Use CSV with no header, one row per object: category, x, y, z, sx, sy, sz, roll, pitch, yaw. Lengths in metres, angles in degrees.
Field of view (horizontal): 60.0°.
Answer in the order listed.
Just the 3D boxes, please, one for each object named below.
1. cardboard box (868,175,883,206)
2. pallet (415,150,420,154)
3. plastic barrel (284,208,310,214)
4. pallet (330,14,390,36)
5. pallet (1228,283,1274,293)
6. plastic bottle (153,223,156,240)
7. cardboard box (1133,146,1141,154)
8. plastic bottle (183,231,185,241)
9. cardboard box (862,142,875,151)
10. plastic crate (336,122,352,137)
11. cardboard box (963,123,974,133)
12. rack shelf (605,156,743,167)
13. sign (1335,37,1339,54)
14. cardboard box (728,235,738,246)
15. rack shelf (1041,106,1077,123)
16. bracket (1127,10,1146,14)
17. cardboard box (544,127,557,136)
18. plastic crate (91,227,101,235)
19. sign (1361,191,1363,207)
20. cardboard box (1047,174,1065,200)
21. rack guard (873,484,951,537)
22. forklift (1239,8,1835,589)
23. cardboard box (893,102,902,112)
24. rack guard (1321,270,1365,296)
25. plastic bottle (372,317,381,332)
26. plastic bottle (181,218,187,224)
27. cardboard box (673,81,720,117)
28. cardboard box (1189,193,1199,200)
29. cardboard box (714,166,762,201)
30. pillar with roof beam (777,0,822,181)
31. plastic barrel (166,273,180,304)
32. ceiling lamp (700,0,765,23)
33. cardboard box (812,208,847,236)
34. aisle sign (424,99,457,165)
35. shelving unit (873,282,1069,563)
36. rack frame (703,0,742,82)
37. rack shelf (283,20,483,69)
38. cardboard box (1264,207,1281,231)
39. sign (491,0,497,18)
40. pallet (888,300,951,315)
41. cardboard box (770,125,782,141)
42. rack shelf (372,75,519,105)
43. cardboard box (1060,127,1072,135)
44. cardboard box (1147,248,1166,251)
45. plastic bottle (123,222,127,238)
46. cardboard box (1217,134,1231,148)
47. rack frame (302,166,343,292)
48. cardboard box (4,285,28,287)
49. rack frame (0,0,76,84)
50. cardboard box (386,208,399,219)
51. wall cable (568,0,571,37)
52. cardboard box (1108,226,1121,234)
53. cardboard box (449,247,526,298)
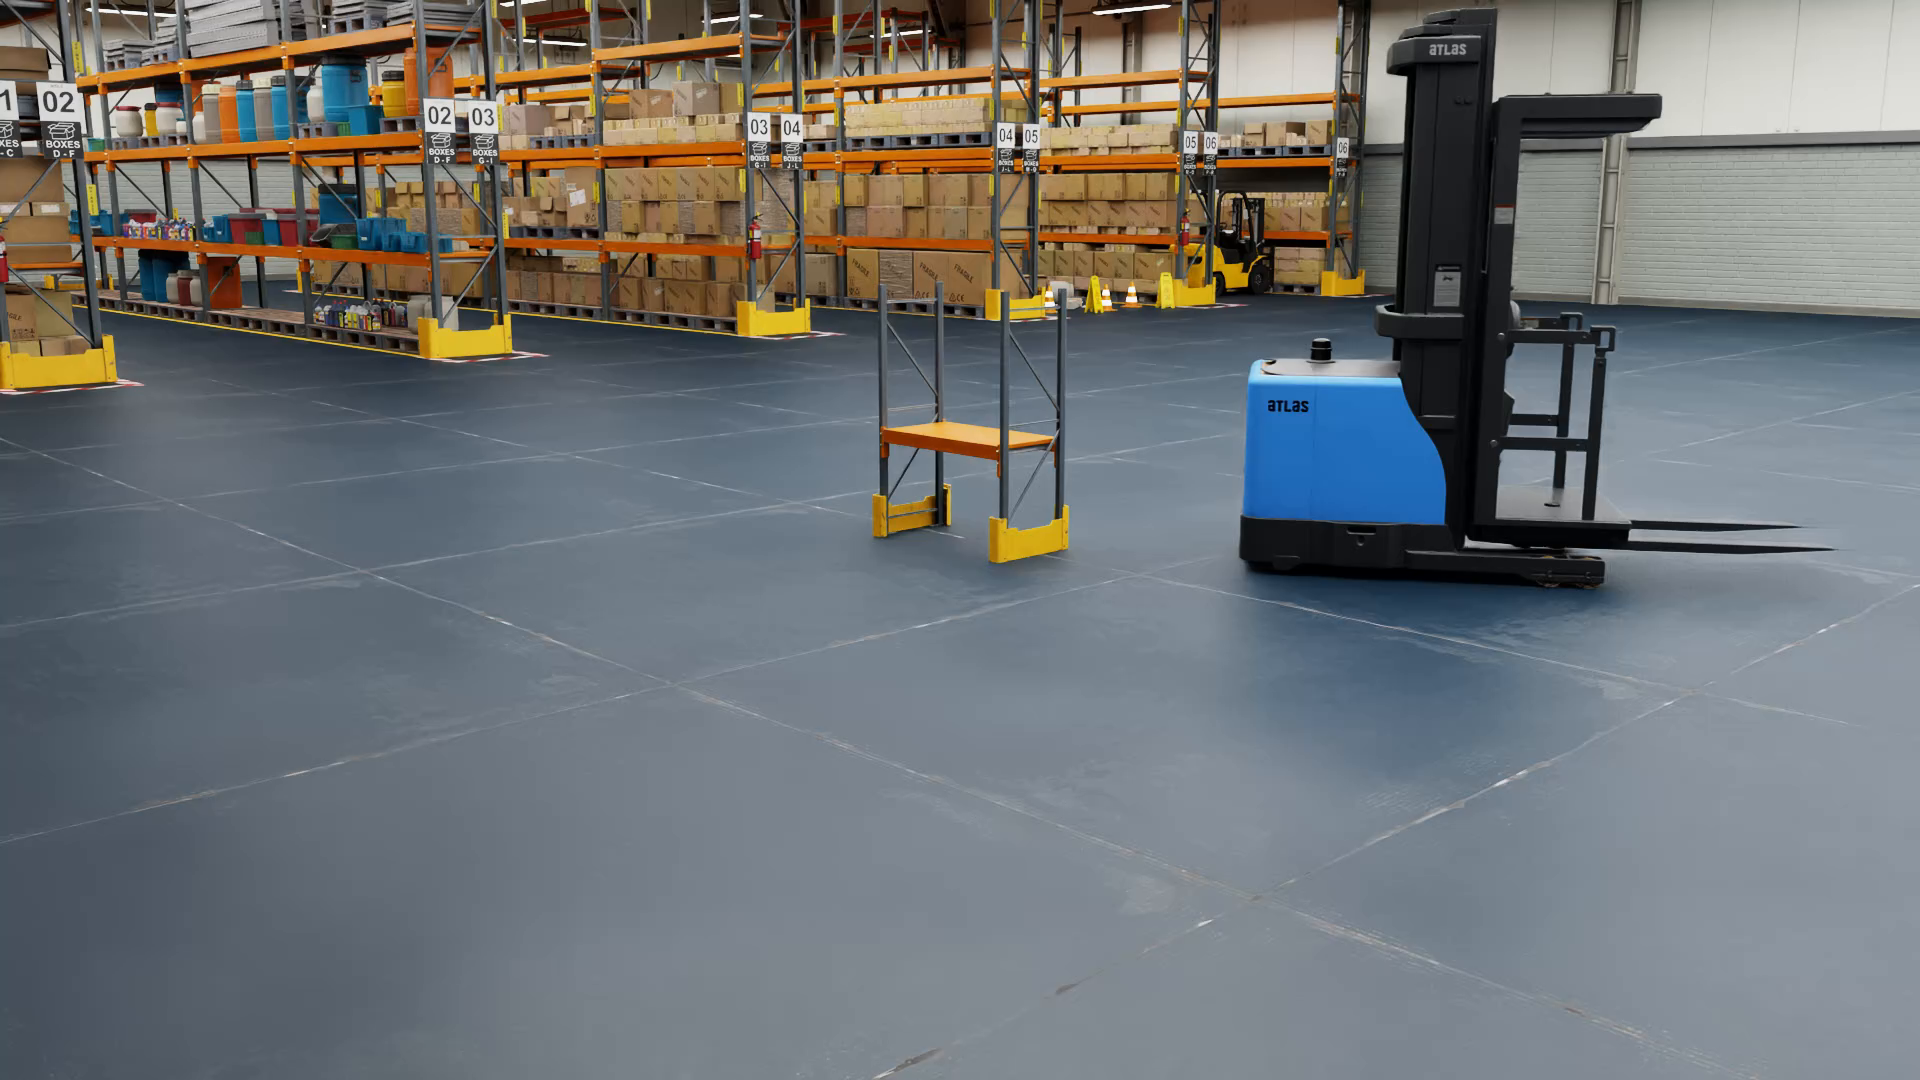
cardboard box,-1.143,-6.299,30.004,0.875,0.550,0.550,-11,16,-43
pallet,-9.514,-7.353,31.201,1.003,0.211,1.213,-10,15,-40
plastic barrel,-10.085,-4.797,25.423,0.433,0.535,0.433,0,12,0
pallet,-7.640,-6.808,22.115,1.003,0.211,1.213,-11,16,-43
pallet,6.626,-5.550,36.329,1.003,0.211,1.213,-11,16,-43
plastic bottle,-13.630,-5.233,28.195,0.097,0.271,0.097,0,12,0
cardboard box,3.506,-7.421,31.686,0.380,0.149,0.250,-11,16,-42
plastic bottle,-12.653,-4.992,27.200,0.097,0.201,0.097,0,12,0
cardboard box,-1.910,-8.949,37.195,0.500,0.500,0.700,11,16,42
plastic crate,-8.184,-5.550,22.507,0.336,0.188,0.450,-11,16,-43
cardboard box,0.277,-6.875,27.746,0.380,0.149,0.250,-11,16,-42
rack shelf,-5.981,-7.812,34.744,1.077,0.370,4.000,-11,16,-43
sign,7.621,-9.993,33.605,0.100,0.325,0.005,-11,16,-43
cardboard box,-3.250,-4.486,24.872,0.380,0.149,0.250,-11,16,-43
rack shelf,1.117,-10.482,41.261,1.077,0.370,4.000,-11,16,-43
bracket,4.080,-12.326,38.520,0.235,0.232,0.430,-11,16,-43
cardboard box,-6.861,-6.963,28.380,0.250,0.166,0.380,11,16,44
plastic crate,-16.021,-5.733,30.808,0.293,0.136,0.466,-11,16,-43
sign,8.429,-7.172,34.946,0.100,0.325,0.005,-11,16,-43
cardboard box,2.157,-7.036,33.167,0.700,0.500,0.500,-11,16,-42
rack guard,-0.291,-0.184,10.185,0.587,0.250,0.087,-11,16,-43
forklift,3.096,-1.296,8.938,3.031,2.935,1.130,2,12,11
cardboard box,-0.952,-7.525,28.925,0.380,0.149,0.250,-11,16,-43
rack guard,8.040,-5.405,34.905,1.175,0.500,0.348,-11,16,-43
plastic bottle,-7.899,-2.921,22.499,0.097,0.201,0.097,0,12,0
plastic bottle,-13.602,-5.481,29.202,0.144,0.351,0.185,-11,16,-43
cardboard box,-3.985,-6.659,25.141,0.500,0.500,0.500,-11,16,-43
cardboard box,5.266,-7.641,36.971,0.380,0.149,0.250,-10,16,-41
cardboard box,-3.290,-5.289,24.688,0.500,0.500,0.500,-11,16,-43
pillar with roof beam,-7.350,-11.825,45.006,9.100,9.000,0.548,-11,16,-43
plastic barrel,-13.423,-4.327,28.607,0.421,0.512,0.421,0,12,0
ceiling lamp,-4.855,-13.063,36.548,0.800,3.185,2.000,-11,16,-43
cardboard box,-2.391,-5.907,30.902,0.500,0.500,0.500,-11,16,-43
aisle sign,-6.479,-5.090,20.743,0.394,0.787,0.004,-11,16,-43
shelving unit,0.053,-0.723,9.706,0.587,1.500,1.083,-11,16,-43
rack frame,-4.599,-9.341,32.952,1.000,3.000,0.127,-11,16,-43
rack shelf,-7.695,-6.551,22.181,1.077,0.370,4.000,-11,16,-43
cardboard box,6.788,-6.868,35.567,0.500,0.500,0.500,-11,16,-44
sign,-5.913,-6.781,21.042,0.100,0.325,0.005,-11,16,-43
pallet,-0.522,-4.154,29.549,1.003,0.211,1.213,-11,16,-43
cardboard box,-2.878,-6.061,24.836,0.500,0.250,0.500,-10,15,-41
rack shelf,-9.638,-8.409,31.198,1.077,0.370,4.000,-11,16,-43
cardboard box,2.193,-8.053,32.780,0.380,0.149,0.250,-11,16,-43
cardboard box,4.362,-6.448,38.618,0.875,0.625,0.625,-11,16,-43
plastic bottle,-14.656,-5.450,29.221,0.061,0.283,0.133,-11,16,-43
cardboard box,5.659,-8.741,36.403,0.500,0.311,0.500,-10,16,-41
rack frame,-13.781,-6.894,35.941,1.000,3.000,0.127,-11,16,-43
cardboard box,-11.498,-2.805,20.008,0.500,0.500,0.500,-11,16,-43
rack frame,-9.899,-6.118,17.304,1.000,3.000,0.127,-11,16,-43
cardboard box,-10.882,-6.257,32.603,0.500,0.500,0.500,-11,16,-42
wall cable,-11.502,-15.090,44.501,2.355,3.000,0.029,-11,16,-43
cardboard box,3.089,-6.019,32.314,0.380,0.149,0.250,-11,16,-43
cardboard box,-8.718,-4.995,30.949,0.875,0.875,1.225,11,16,43
